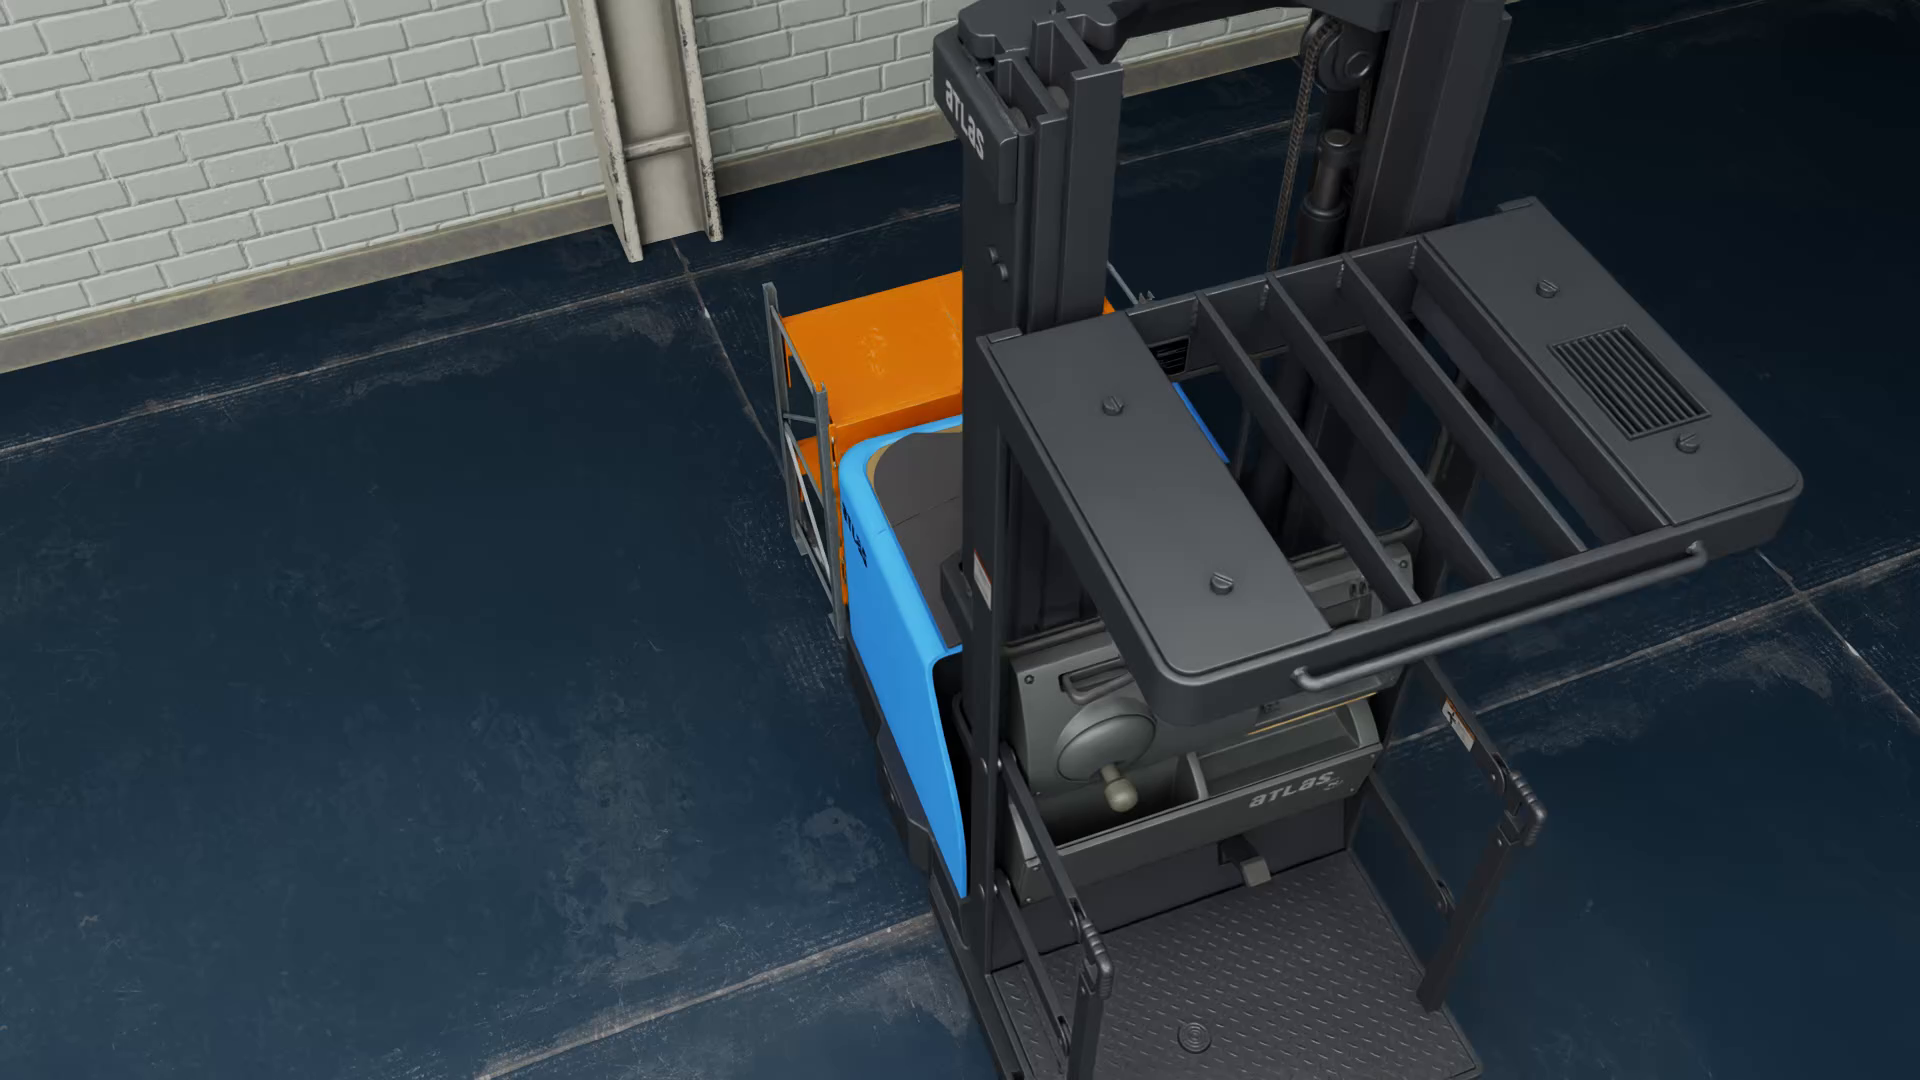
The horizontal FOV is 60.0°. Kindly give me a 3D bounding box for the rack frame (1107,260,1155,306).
[{"bbox_3d":[0.464,-0.510,5.447,0.032,1.125,0.500,-17,52,-14],"label":"rack frame"}]

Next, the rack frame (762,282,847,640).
[{"bbox_3d":[-0.477,-0.219,5.196,0.032,1.125,0.500,-17,52,-14],"label":"rack frame"}]

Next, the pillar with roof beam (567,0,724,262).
[{"bbox_3d":[0.422,-1.192,0.842,0.400,9.000,9.100,-17,52,-14],"label":"pillar with roof beam"}]

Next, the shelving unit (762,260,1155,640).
[{"bbox_3d":[-0.006,-0.365,5.322,1.048,1.125,0.538,-17,52,-14],"label":"shelving unit"}]

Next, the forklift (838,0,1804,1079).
[{"bbox_3d":[0.640,0.407,3.469,1.130,2.935,3.031,-16,51,-13],"label":"forklift"}]

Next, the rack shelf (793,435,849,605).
[{"bbox_3d":[-0.006,-0.205,5.507,1.000,0.278,0.538,-17,52,-14],"label":"rack shelf"}]

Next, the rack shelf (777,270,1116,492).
[{"bbox_3d":[-0.006,-0.555,5.100,1.000,0.278,0.538,-17,52,-14],"label":"rack shelf"}]
